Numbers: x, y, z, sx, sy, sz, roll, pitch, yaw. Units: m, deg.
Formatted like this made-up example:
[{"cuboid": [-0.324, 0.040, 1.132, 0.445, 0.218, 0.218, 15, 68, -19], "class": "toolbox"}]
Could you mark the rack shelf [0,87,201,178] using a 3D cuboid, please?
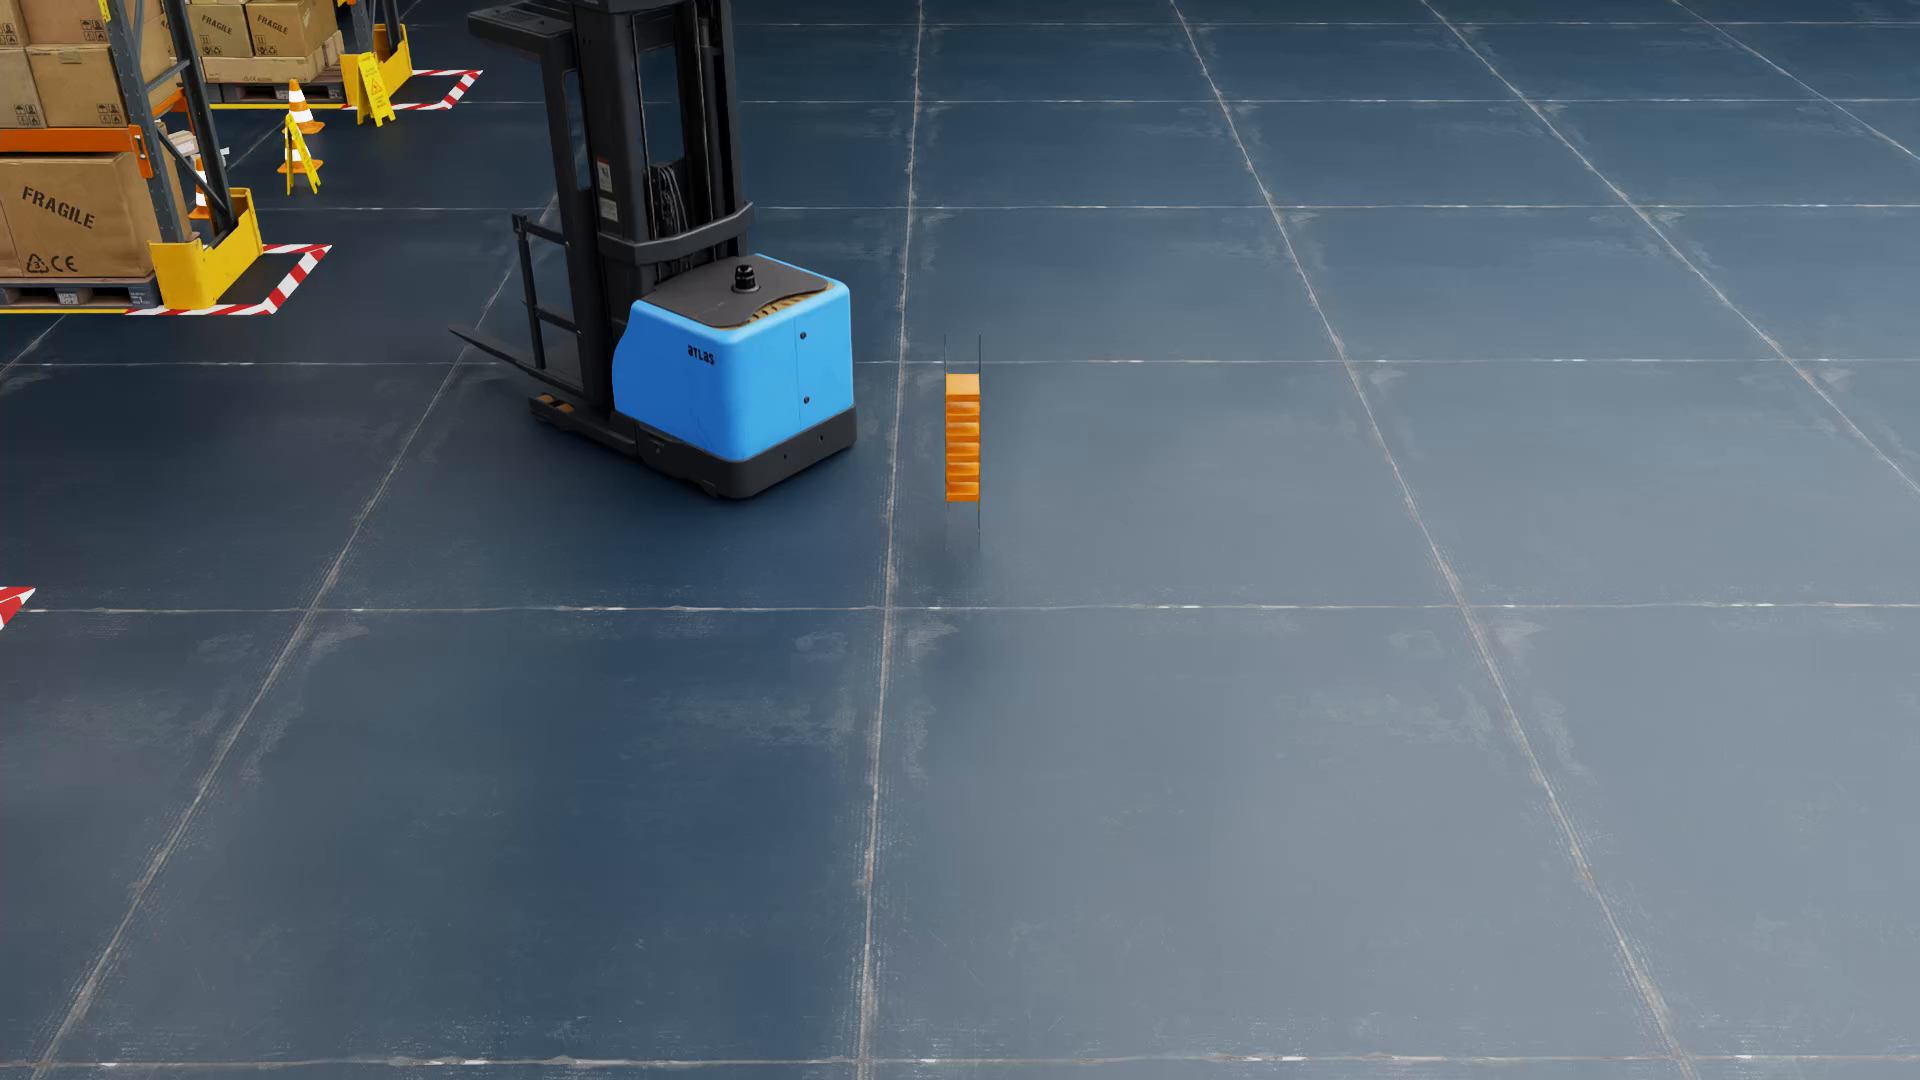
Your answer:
[{"cuboid": [-7.609, -2.932, 11.883, 4.000, 0.370, 1.077, 0, 31, 0], "class": "rack shelf"}]

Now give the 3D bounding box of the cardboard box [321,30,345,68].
[{"cuboid": [-6.548, -4.958, 16.775, 0.500, 0.250, 0.500, 0, 31, -1], "class": "cardboard box"}]

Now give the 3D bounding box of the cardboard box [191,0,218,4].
[{"cuboid": [-7.158, -5.242, 15.895, 0.250, 0.149, 0.380, 0, 31, 1], "class": "cardboard box"}]

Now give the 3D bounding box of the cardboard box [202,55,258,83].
[{"cuboid": [-7.065, -4.677, 16.313, 0.500, 0.250, 0.500, 0, 31, 0], "class": "cardboard box"}]

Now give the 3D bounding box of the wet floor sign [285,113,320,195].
[{"cuboid": [-5.592, -3.266, 14.011, 0.232, 0.644, 0.267, -5, 32, -9], "class": "wet floor sign"}]

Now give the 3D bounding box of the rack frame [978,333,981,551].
[{"cuboid": [0.106, -0.513, 8.939, 0.006, 1.200, 0.240, 0, 31, 0], "class": "rack frame"}]

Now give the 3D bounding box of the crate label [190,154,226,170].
[{"cuboid": [-6.601, -3.309, 14.572, 0.298, 0.136, 0.250, -17, 35, -26], "class": "crate label"}]

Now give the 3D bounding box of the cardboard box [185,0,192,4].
[{"cuboid": [-7.421, -5.242, 15.895, 0.250, 0.149, 0.380, 1, 31, 2], "class": "cardboard box"}]

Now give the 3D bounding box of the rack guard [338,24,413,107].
[{"cuboid": [-5.816, -4.744, 16.587, 0.348, 0.500, 1.175, 0, 31, 0], "class": "rack guard"}]

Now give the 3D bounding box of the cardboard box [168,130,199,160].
[{"cuboid": [-7.038, -3.542, 14.944, 0.250, 0.149, 0.380, 16, 35, 25], "class": "cardboard box"}]

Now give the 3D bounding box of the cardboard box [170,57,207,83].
[{"cuboid": [-7.588, -4.673, 16.305, 0.500, 0.250, 0.500, -1, 31, -2], "class": "cardboard box"}]

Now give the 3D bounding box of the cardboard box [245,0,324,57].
[{"cuboid": [-6.540, -4.999, 16.121, 0.500, 0.500, 0.500, 0, 31, 0], "class": "cardboard box"}]

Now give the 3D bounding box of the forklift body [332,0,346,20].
[{"cuboid": [-7.659, -7.072, 18.833, 1.214, 2.155, 2.313, 0, 31, 0], "class": "forklift body"}]

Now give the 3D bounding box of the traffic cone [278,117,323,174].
[{"cuboid": [-5.816, -3.483, 14.544, 0.334, 0.463, 0.336, 0, 31, 0], "class": "traffic cone"}]

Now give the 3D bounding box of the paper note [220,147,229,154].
[{"cuboid": [-6.673, -3.508, 15.002, 0.142, 0.019, 0.148, -11, 33, -17], "class": "paper note"}]

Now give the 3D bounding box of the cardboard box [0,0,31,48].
[{"cuboid": [-6.530, -3.740, 11.338, 0.550, 0.550, 0.875, 0, 31, 0], "class": "cardboard box"}]

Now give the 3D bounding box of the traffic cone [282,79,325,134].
[{"cuboid": [-6.162, -4.058, 15.492, 0.334, 0.463, 0.336, 0, 31, 0], "class": "traffic cone"}]

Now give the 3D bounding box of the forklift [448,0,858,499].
[{"cuboid": [-2.076, -2.119, 9.917, 3.031, 2.935, 1.130, 24, 38, 33], "class": "forklift"}]

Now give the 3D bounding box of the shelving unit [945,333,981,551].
[{"cuboid": [0.014, -0.513, 8.939, 0.189, 1.200, 0.258, 0, 31, 0], "class": "shelving unit"}]

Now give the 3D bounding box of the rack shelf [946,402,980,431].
[{"cuboid": [0.014, -0.680, 8.837, 0.180, 0.103, 0.258, 0, 31, 0], "class": "rack shelf"}]

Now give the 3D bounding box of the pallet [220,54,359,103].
[{"cuboid": [-6.629, -4.636, 16.688, 1.213, 0.211, 1.003, 0, 31, 0], "class": "pallet"}]

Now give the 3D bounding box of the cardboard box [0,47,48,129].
[{"cuboid": [-6.530, -3.272, 11.606, 0.550, 0.550, 0.875, 0, 31, 0], "class": "cardboard box"}]

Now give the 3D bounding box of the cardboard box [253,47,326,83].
[{"cuboid": [-6.571, -4.674, 16.309, 0.500, 0.250, 0.500, 0, 31, -1], "class": "cardboard box"}]

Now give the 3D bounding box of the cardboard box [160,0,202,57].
[{"cuboid": [-7.566, -4.998, 16.119, 0.500, 0.500, 0.500, -1, 31, -1], "class": "cardboard box"}]

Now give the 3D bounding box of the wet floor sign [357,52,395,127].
[{"cuboid": [-5.544, -4.252, 15.635, 0.232, 0.644, 0.267, 10, 33, 17], "class": "wet floor sign"}]

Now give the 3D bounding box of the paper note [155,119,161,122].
[{"cuboid": [-7.644, -3.949, 15.729, 0.148, 0.019, 0.142, -11, 33, -17], "class": "paper note"}]

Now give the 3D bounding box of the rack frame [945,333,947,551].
[{"cuboid": [-0.077, -0.513, 8.938, 0.006, 1.200, 0.240, 0, 31, 0], "class": "rack frame"}]

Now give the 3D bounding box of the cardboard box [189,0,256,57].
[{"cuboid": [-7.061, -4.996, 16.116, 0.500, 0.500, 0.500, 1, 31, 2], "class": "cardboard box"}]

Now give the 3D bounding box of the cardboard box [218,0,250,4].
[{"cuboid": [-6.906, -5.241, 15.894, 0.250, 0.149, 0.380, 1, 31, 1], "class": "cardboard box"}]

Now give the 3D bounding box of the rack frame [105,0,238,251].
[{"cuboid": [-5.609, -3.245, 11.707, 0.127, 3.000, 1.000, 0, 31, 0], "class": "rack frame"}]

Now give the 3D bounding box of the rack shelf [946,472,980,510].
[{"cuboid": [0.014, -0.270, 9.086, 0.180, 0.103, 0.258, 0, 31, 0], "class": "rack shelf"}]

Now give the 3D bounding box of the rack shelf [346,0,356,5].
[{"cuboid": [-7.740, -5.499, 16.115, 4.000, 0.370, 1.077, 0, 31, 0], "class": "rack shelf"}]

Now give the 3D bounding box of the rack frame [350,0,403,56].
[{"cuboid": [-5.740, -5.813, 15.939, 0.127, 3.000, 1.000, 0, 31, 0], "class": "rack frame"}]

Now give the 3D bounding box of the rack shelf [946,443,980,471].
[{"cuboid": [0.014, -0.475, 8.962, 0.180, 0.103, 0.258, 0, 31, 0], "class": "rack shelf"}]

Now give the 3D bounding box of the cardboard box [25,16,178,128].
[{"cuboid": [-5.980, -3.285, 11.628, 0.550, 0.550, 0.875, 0, 31, 0], "class": "cardboard box"}]

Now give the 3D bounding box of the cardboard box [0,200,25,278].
[{"cuboid": [-7.167, -2.476, 12.083, 0.875, 0.875, 0.875, -1, 31, -1], "class": "cardboard box"}]

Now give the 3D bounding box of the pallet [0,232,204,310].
[{"cuboid": [-6.408, -2.010, 12.360, 1.213, 0.211, 1.003, 0, 31, 0], "class": "pallet"}]

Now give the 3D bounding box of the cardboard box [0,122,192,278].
[{"cuboid": [-6.287, -2.480, 12.089, 0.875, 0.875, 0.875, 0, 31, 0], "class": "cardboard box"}]

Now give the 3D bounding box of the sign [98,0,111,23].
[{"cuboid": [-5.620, -3.560, 10.881, 0.005, 0.325, 0.100, 0, 31, 0], "class": "sign"}]

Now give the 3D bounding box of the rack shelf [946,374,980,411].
[{"cuboid": [0.014, -0.783, 8.775, 0.180, 0.103, 0.258, 0, 31, 0], "class": "rack shelf"}]

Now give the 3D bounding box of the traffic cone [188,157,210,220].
[{"cuboid": [-6.149, -2.896, 13.576, 0.334, 0.463, 0.336, 0, 31, 0], "class": "traffic cone"}]

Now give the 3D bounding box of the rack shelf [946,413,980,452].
[{"cuboid": [0.014, -0.578, 8.900, 0.180, 0.103, 0.258, 0, 31, 0], "class": "rack shelf"}]

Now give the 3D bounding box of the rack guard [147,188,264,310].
[{"cuboid": [-5.585, -2.177, 12.356, 0.348, 0.500, 1.175, 0, 31, 0], "class": "rack guard"}]

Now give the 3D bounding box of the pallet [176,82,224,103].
[{"cuboid": [-7.846, -4.634, 16.684, 1.213, 0.211, 1.003, 0, 31, 0], "class": "pallet"}]

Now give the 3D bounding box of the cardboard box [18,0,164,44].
[{"cuboid": [-5.980, -3.790, 11.419, 0.550, 0.550, 0.875, 0, 31, 0], "class": "cardboard box"}]

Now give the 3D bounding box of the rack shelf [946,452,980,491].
[{"cuboid": [0.014, -0.372, 9.024, 0.180, 0.103, 0.258, 0, 31, 0], "class": "rack shelf"}]

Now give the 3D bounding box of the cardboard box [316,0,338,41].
[{"cuboid": [-6.572, -5.278, 16.580, 0.500, 0.500, 0.500, -1, 31, -2], "class": "cardboard box"}]
